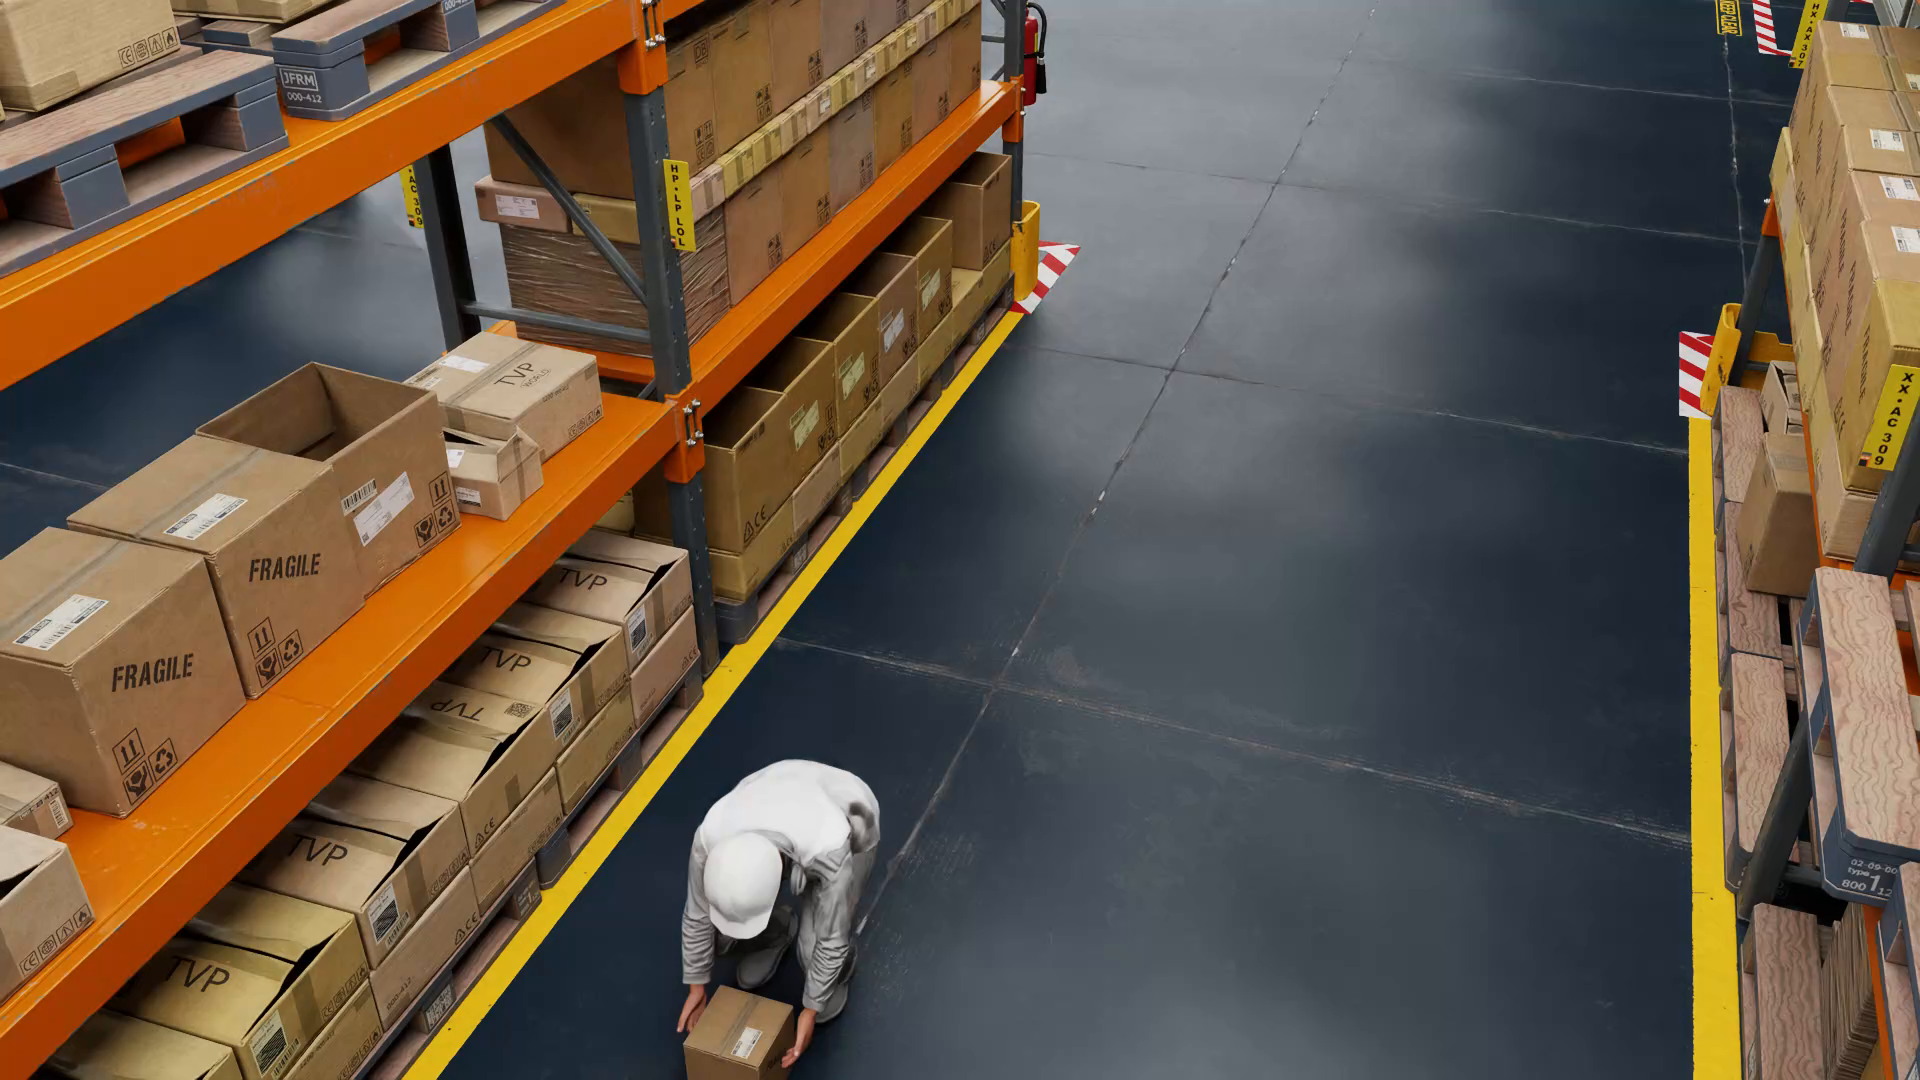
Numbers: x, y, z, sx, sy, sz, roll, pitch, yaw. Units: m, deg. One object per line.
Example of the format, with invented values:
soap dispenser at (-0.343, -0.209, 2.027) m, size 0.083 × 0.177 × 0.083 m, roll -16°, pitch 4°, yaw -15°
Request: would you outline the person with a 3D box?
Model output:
person at (-0.535, 1.088, 5.152) m, size 0.547 × 1.004 × 0.900 m, roll 11°, pitch 35°, yaw 16°
